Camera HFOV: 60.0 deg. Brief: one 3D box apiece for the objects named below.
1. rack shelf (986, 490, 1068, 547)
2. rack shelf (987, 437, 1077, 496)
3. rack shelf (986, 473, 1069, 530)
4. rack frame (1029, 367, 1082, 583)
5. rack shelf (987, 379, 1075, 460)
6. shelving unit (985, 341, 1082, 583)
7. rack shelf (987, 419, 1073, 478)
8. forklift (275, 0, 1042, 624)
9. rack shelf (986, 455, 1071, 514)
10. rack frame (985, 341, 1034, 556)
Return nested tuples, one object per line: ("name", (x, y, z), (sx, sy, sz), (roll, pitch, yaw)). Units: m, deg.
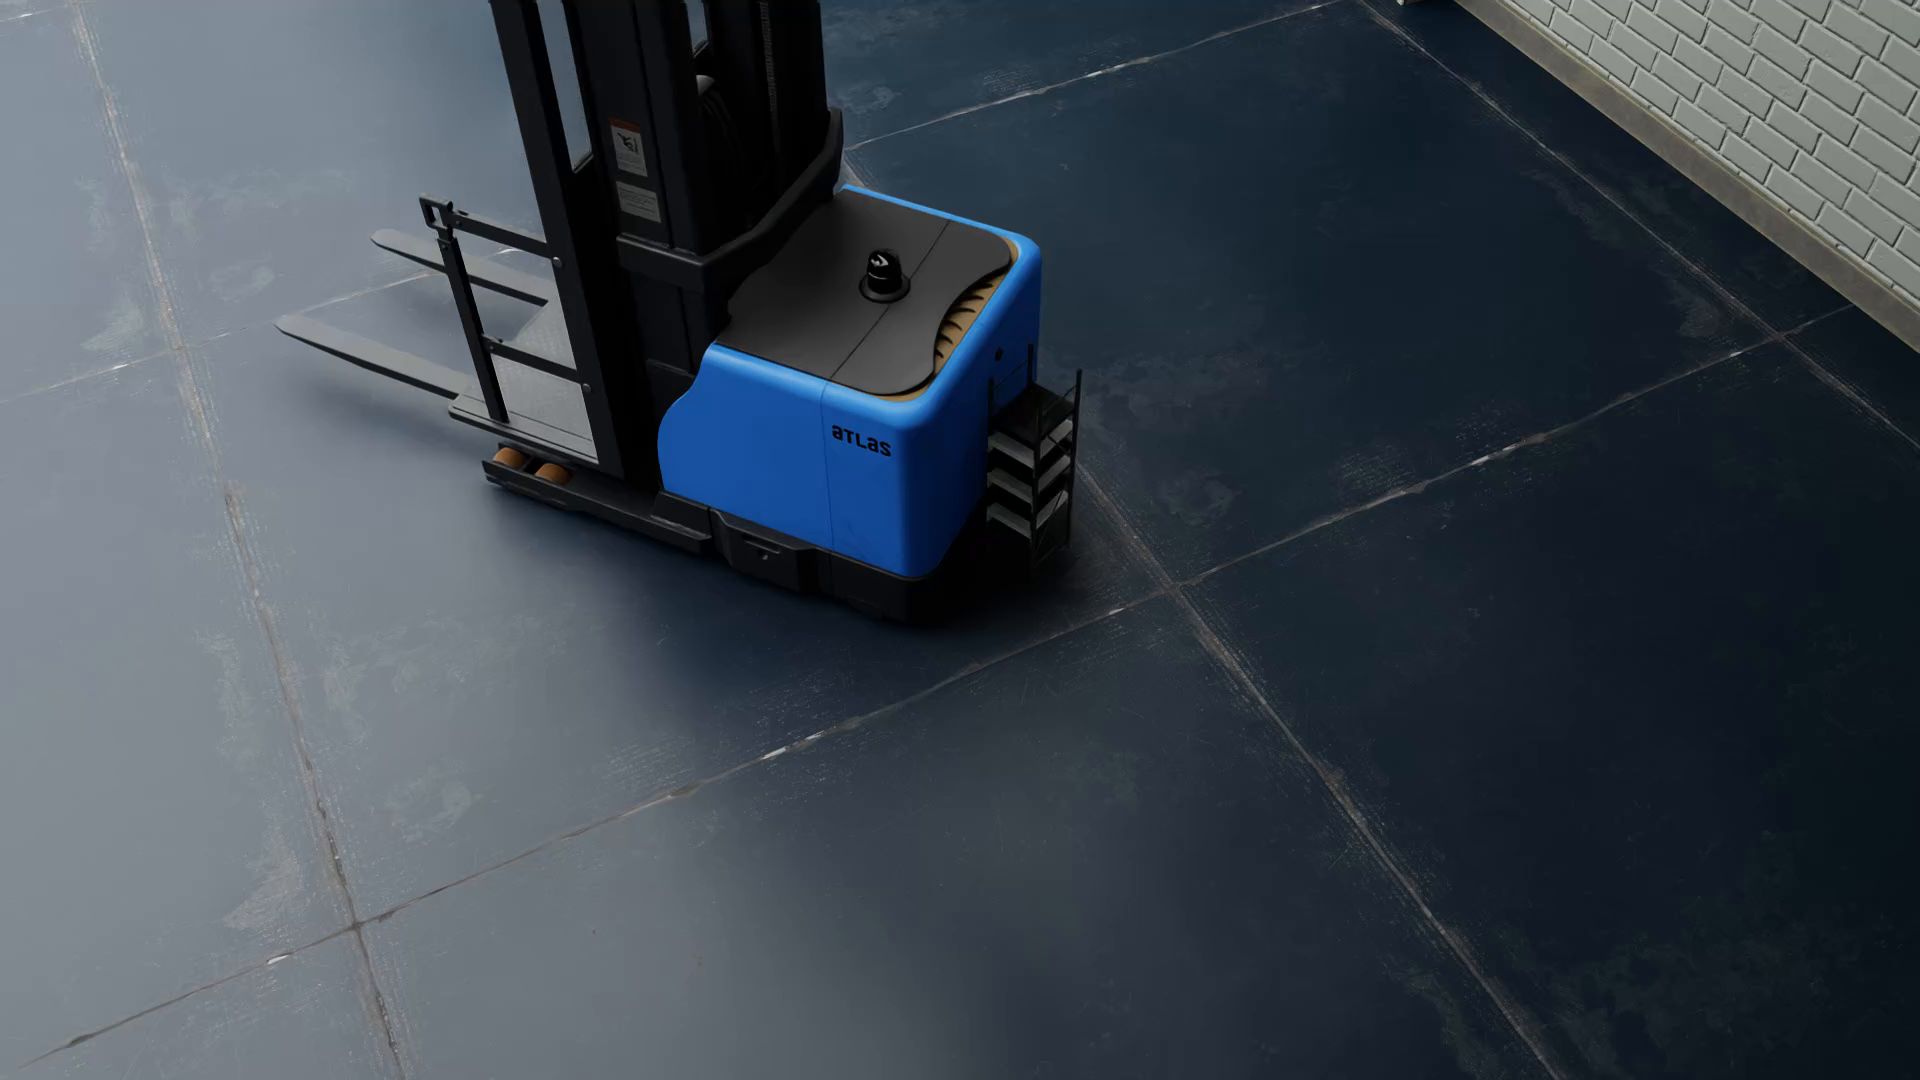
("rack shelf", (0.251, -0.118, 6.039), (0.200, 0.077, 0.258), (31, 56, 24))
("rack shelf", (0.251, -0.296, 5.836), (0.200, 0.077, 0.258), (31, 56, 24))
("rack shelf", (0.251, -0.177, 5.971), (0.200, 0.077, 0.258), (31, 56, 24))
("rack frame", (0.331, -0.211, 5.836), (0.006, 0.900, 0.240), (31, 56, 24))
("rack shelf", (0.251, -0.414, 5.700), (0.200, 0.077, 0.258), (31, 56, 24))
("shelving unit", (0.251, -0.259, 5.878), (0.210, 0.900, 0.258), (31, 56, 24))
("rack shelf", (0.251, -0.355, 5.768), (0.200, 0.077, 0.258), (31, 56, 24))
("forklift", (-1.260, -1.434, 5.557), (3.031, 2.935, 1.130), (19, 52, 16))
("rack shelf", (0.251, -0.237, 5.903), (0.200, 0.077, 0.258), (31, 56, 24))
("rack frame", (0.172, -0.306, 5.920), (0.006, 0.900, 0.240), (31, 56, 24))
